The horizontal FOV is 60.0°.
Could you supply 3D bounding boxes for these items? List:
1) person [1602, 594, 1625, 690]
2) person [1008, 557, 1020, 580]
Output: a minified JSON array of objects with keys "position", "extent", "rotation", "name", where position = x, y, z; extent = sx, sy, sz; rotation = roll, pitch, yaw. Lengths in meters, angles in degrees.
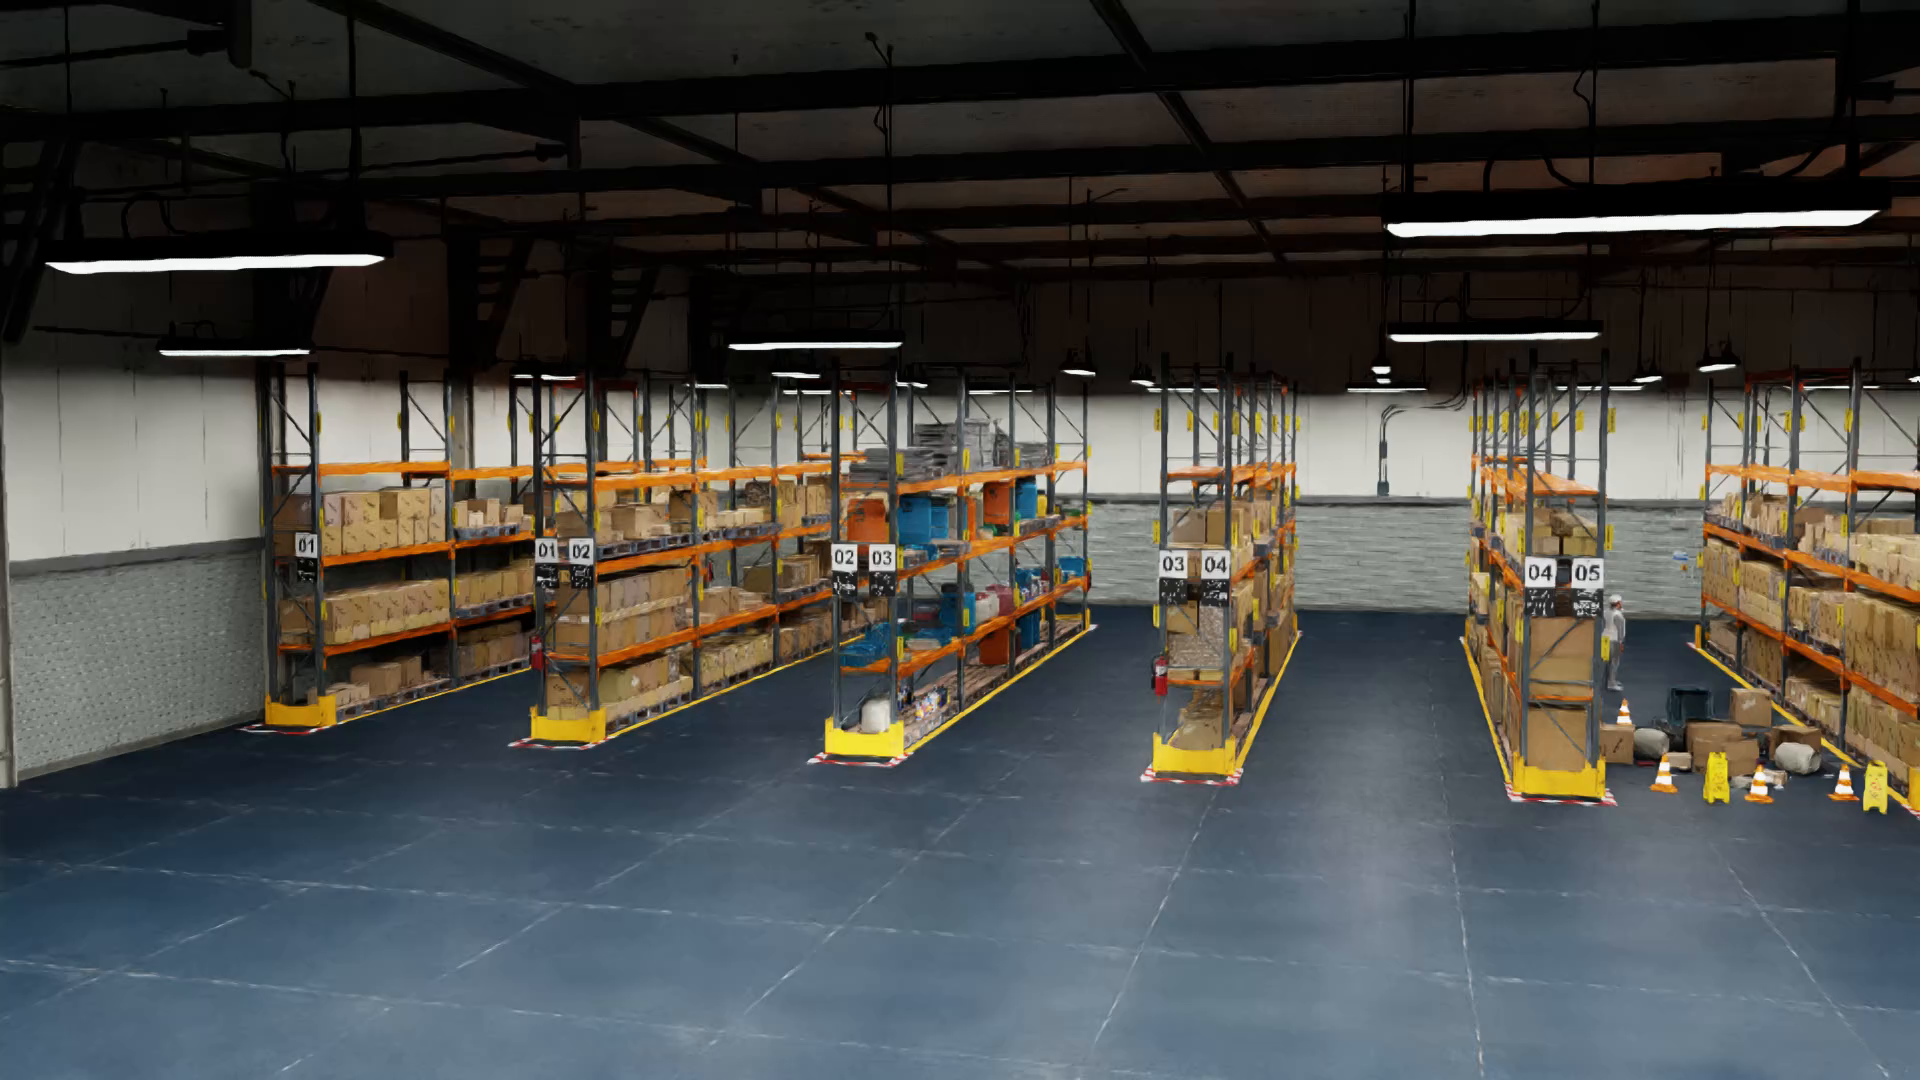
[{"position":[12.340,1.896,31.288],"extent":[0.466,1.777,0.595],"rotation":[-1,4,-8],"name":"person"},{"position":[1.481,1.256,41.784],"extent":[0.532,1.640,0.596],"rotation":[-1,4,-12],"name":"person"}]
